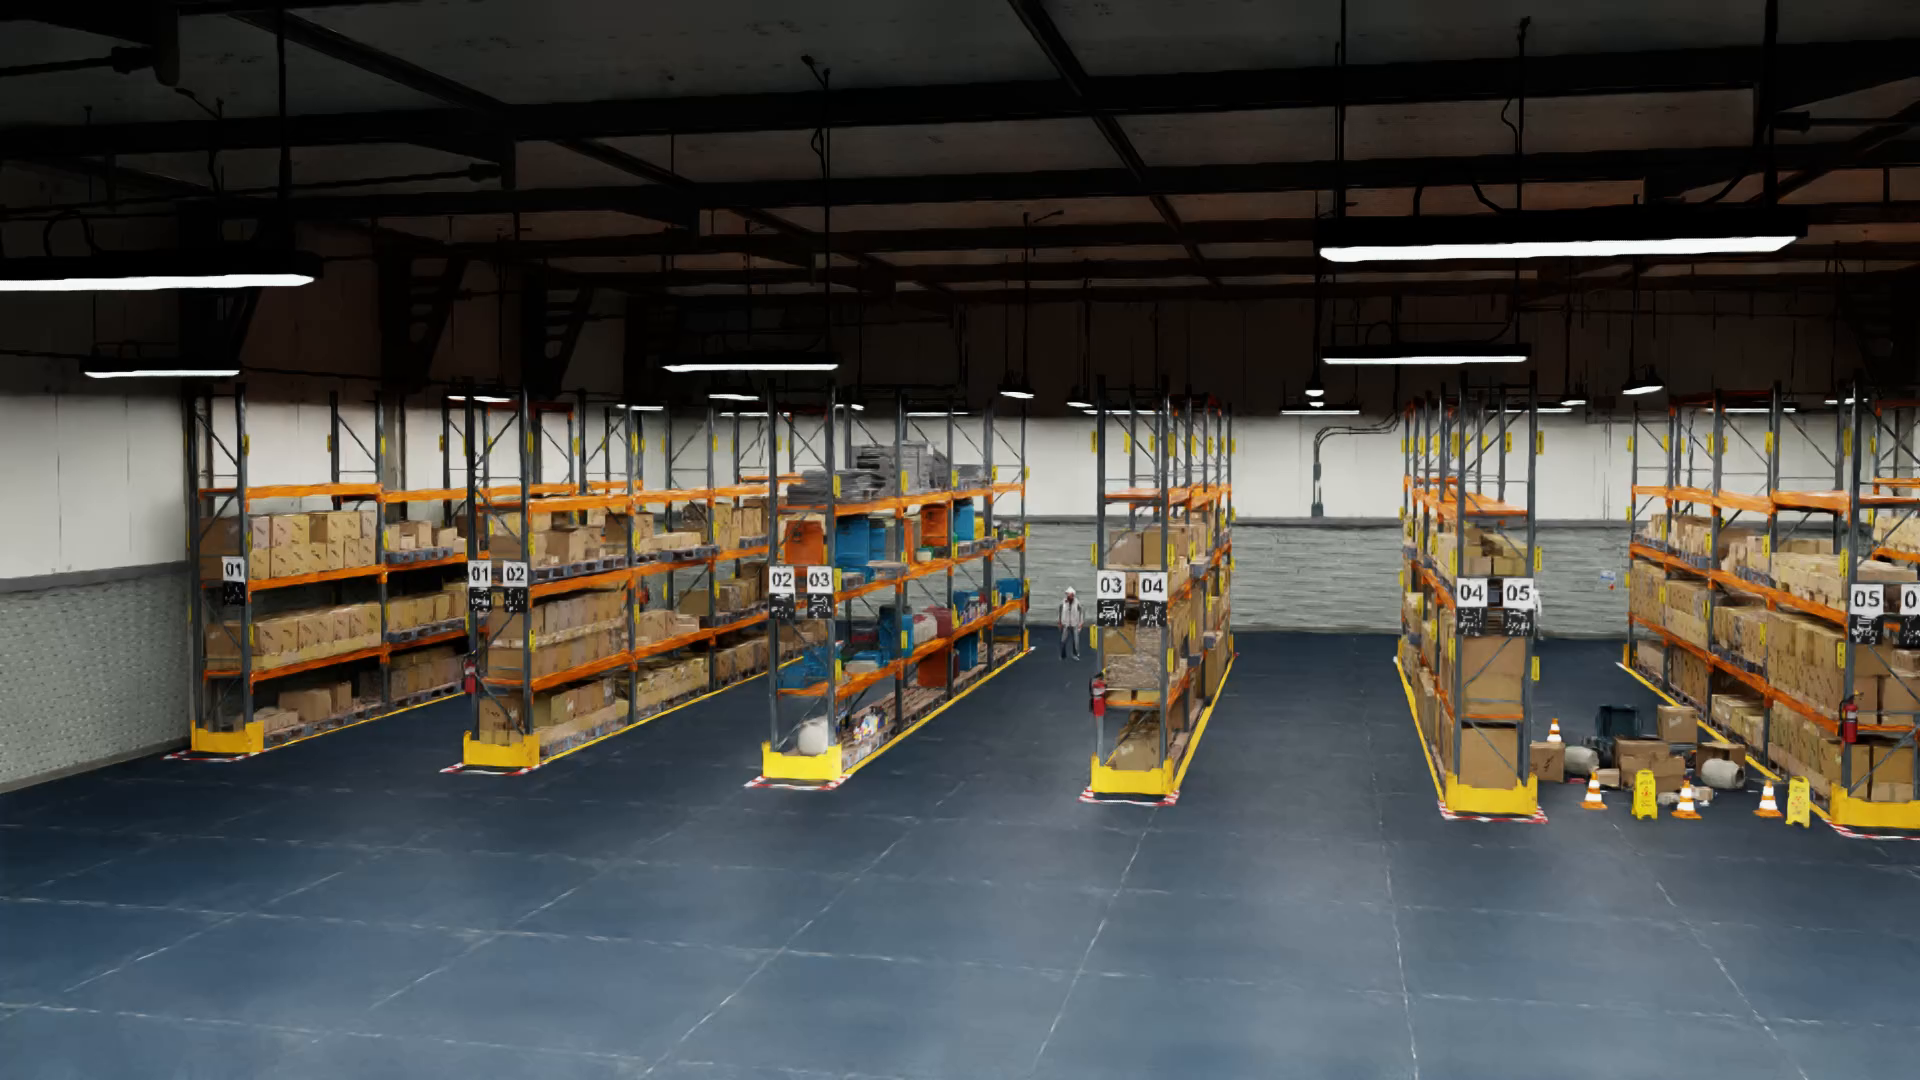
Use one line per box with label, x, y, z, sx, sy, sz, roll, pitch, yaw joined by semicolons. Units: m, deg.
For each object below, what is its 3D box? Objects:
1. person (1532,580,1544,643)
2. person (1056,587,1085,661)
person;14.433;1.779;41.886;0.532;1.667;0.531;-3;4;-41
person;2.558;1.945;38.520;0.677;1.726;0.574;1;3;10
